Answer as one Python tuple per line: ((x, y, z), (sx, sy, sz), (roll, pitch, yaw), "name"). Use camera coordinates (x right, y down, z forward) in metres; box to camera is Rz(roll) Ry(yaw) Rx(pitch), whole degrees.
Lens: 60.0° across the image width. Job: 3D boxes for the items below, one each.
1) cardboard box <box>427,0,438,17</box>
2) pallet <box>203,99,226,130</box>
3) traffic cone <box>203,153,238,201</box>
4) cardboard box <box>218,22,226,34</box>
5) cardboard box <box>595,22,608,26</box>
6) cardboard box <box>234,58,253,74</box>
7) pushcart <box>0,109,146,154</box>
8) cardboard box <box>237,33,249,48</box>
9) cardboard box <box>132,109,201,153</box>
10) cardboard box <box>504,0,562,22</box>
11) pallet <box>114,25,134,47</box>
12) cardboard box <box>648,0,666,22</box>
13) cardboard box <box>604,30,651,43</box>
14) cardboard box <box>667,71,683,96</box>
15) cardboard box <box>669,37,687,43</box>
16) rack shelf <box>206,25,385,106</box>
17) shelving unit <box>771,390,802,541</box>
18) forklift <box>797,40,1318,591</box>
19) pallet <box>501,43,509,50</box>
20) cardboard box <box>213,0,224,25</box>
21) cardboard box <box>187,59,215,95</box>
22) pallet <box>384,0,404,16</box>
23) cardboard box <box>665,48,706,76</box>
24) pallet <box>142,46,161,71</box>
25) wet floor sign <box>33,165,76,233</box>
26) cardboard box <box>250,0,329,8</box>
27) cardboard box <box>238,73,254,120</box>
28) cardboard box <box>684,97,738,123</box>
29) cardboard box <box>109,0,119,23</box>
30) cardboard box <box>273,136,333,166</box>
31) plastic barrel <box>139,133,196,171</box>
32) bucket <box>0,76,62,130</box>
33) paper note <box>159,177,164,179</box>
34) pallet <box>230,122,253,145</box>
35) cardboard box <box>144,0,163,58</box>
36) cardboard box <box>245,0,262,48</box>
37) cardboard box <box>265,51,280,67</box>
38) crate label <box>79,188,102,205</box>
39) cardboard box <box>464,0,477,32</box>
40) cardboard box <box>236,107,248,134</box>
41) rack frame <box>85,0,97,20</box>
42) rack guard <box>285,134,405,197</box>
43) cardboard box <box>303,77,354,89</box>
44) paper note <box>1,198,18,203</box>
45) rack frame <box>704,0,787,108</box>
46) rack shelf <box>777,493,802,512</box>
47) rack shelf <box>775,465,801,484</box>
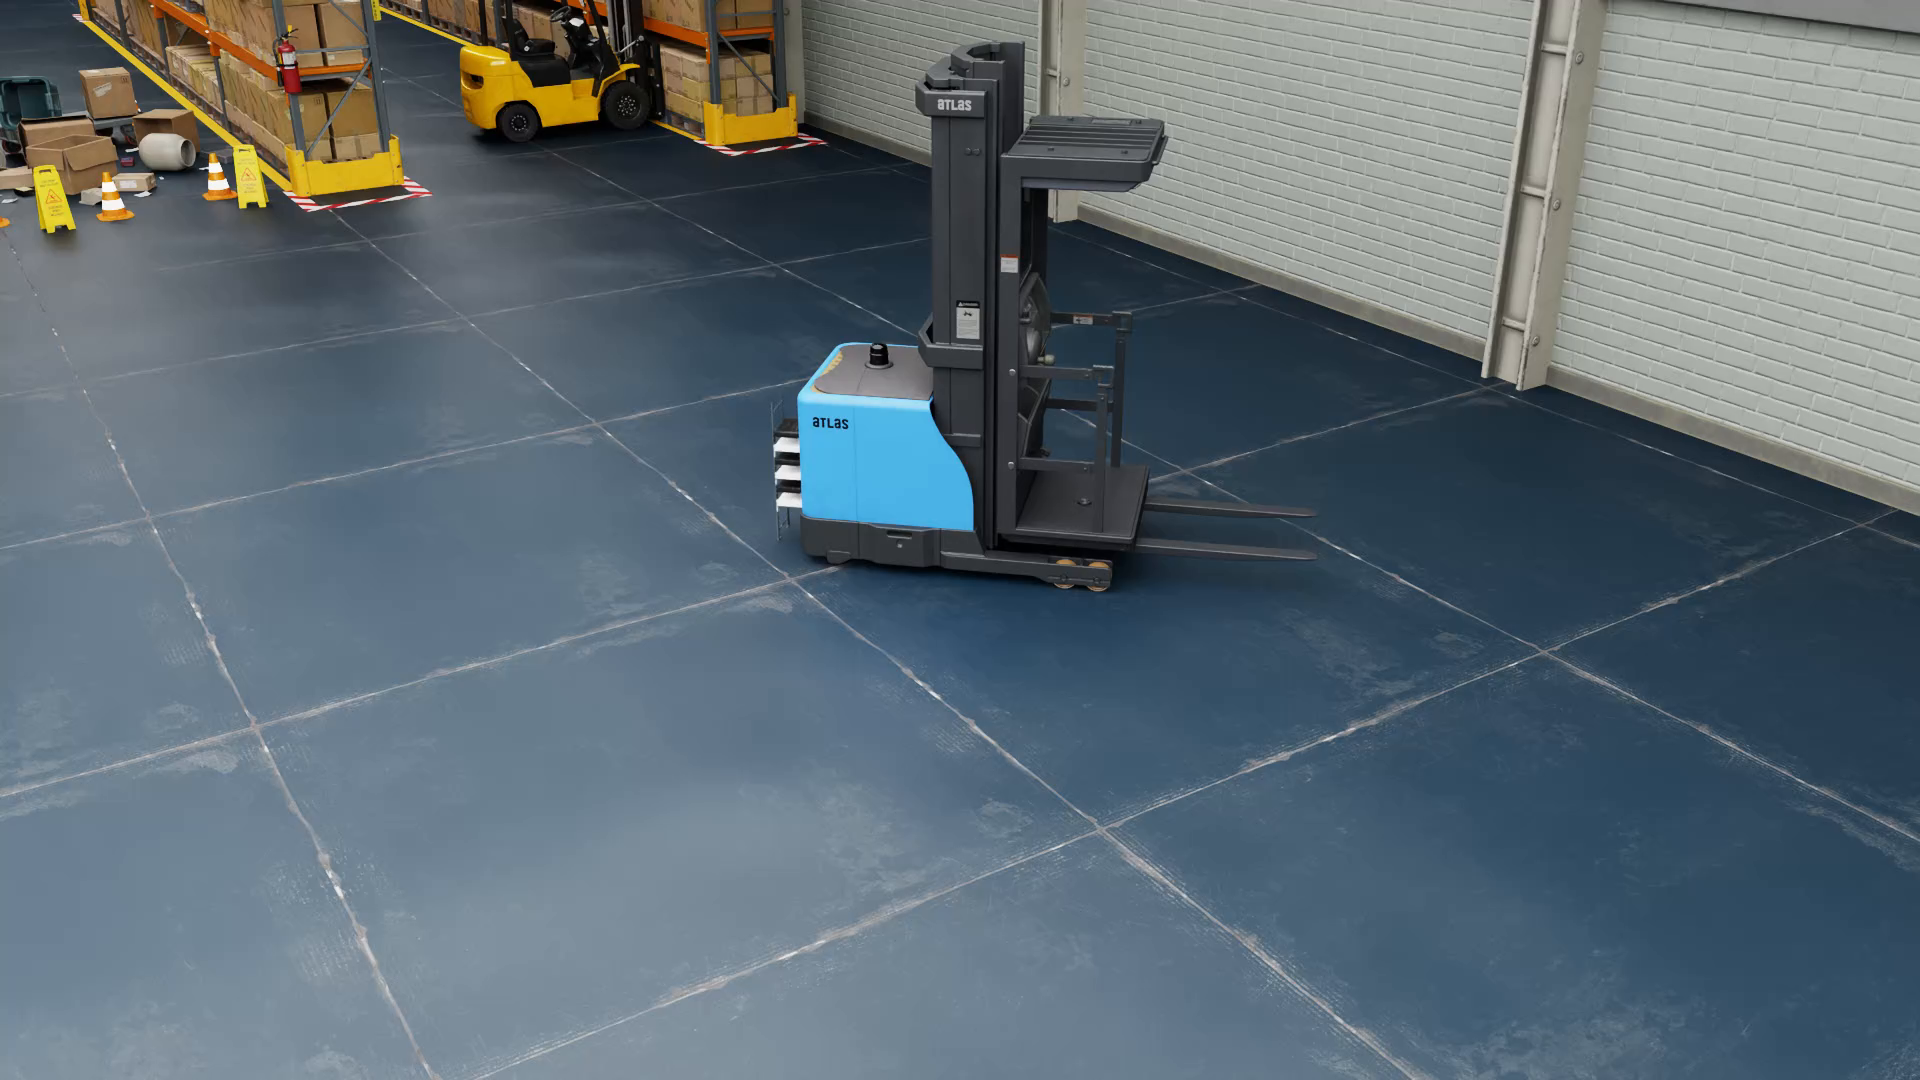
((-9.110, -9.558, 29.419), (0.500, 0.500, 0.500), (-14, 29, -27), "cardboard box")
((-9.401, -5.721, 22.122), (1.003, 0.211, 1.213), (-16, 29, -30), "pallet")
((-8.107, -3.979, 18.137), (0.336, 0.463, 0.334), (-16, 29, -30), "traffic cone")
((-8.891, -6.325, 20.428), (0.380, 0.149, 0.250), (-15, 29, -28), "cardboard box")
((-5.113, -7.162, 24.198), (0.875, 0.625, 0.625), (-14, 29, -27), "cardboard box")
((-8.430, -5.671, 19.841), (0.380, 0.149, 0.250), (-14, 29, -27), "cardboard box")
((-10.858, -4.969, 20.334), (0.936, 0.377, 1.648), (18, 31, 33), "pushcart")
((-8.221, -5.860, 19.443), (0.380, 0.149, 0.250), (-16, 29, -30), "cardboard box")
((-9.530, -4.874, 19.987), (0.500, 0.500, 0.500), (3, 25, 6), "cardboard box")
((-6.673, -8.183, 26.359), (0.875, 0.625, 0.625), (-15, 29, -28), "cardboard box")
((-13.692, -8.595, 28.209), (1.003, 0.211, 1.213), (-16, 29, -30), "pallet")
((-3.679, -6.962, 21.368), (0.500, 0.500, 0.500), (-16, 30, -31), "cardboard box")
((-4.547, -6.829, 22.761), (0.500, 0.250, 0.500), (-15, 29, -29), "cardboard box")
((-3.427, -5.887, 21.350), (0.500, 0.250, 0.500), (-16, 30, -30), "cardboard box")
((-3.552, -6.590, 22.254), (0.500, 0.250, 0.500), (-16, 30, -31), "cardboard box")
((-7.883, -5.663, 19.576), (1.077, 0.370, 4.000), (-16, 29, -30), "rack shelf")
((-0.996, -0.445, 10.139), (0.210, 0.900, 0.258), (5, 26, 10), "shelving unit")
((0.617, -1.275, 9.518), (3.031, 2.935, 1.130), (5, 26, 10), "forklift")
((-6.585, -7.728, 26.374), (1.003, 0.211, 1.213), (-16, 29, -30), "pallet")
((-8.675, -6.487, 20.013), (0.500, 0.500, 0.500), (-16, 29, -30), "cardboard box")
((-10.040, -6.397, 22.874), (0.950, 0.372, 0.625), (-14, 29, -28), "cardboard box")
((-10.230, -10.145, 31.494), (1.003, 0.211, 1.213), (-16, 29, -30), "pallet")
((-3.431, -6.103, 21.223), (0.500, 0.250, 0.500), (-15, 29, -29), "cardboard box")
((-12.188, -7.609, 26.122), (1.003, 0.211, 1.213), (-16, 29, -30), "pallet")
((-9.209, -3.470, 16.845), (0.267, 0.644, 0.232), (-22, 33, -38), "wet floor sign")
((-7.253, -6.037, 17.888), (0.700, 0.500, 0.500), (-16, 30, -31), "cardboard box")
((-8.296, -5.341, 19.901), (0.500, 0.500, 0.500), (-14, 29, -27), "cardboard box")
((-3.156, -5.472, 21.057), (0.500, 0.250, 0.500), (-15, 29, -29), "cardboard box")
((-14.084, -9.166, 28.663), (0.875, 0.438, 0.875), (-17, 30, -31), "cardboard box")
((-7.471, -4.455, 18.902), (0.500, 0.250, 0.500), (-16, 29, -30), "cardboard box")
((-9.188, -4.494, 19.274), (0.512, 0.421, 0.421), (3, 25, 6), "plastic barrel")
((-11.061, -5.210, 19.827), (0.726, 0.611, 0.620), (-6, 16, -12), "bucket")
((-9.127, -4.138, 19.004), (0.032, 0.001, 0.123), (-16, 29, -30), "paper note")
((-8.579, -5.211, 21.041), (1.003, 0.211, 1.213), (-16, 29, -30), "pallet")
((-11.950, -7.950, 25.574), (0.875, 0.875, 0.875), (-15, 29, -29), "cardboard box")
((-7.588, -5.763, 18.479), (0.500, 0.500, 0.500), (-15, 29, -29), "cardboard box")
((-7.406, -5.308, 18.275), (0.380, 0.149, 0.250), (-16, 30, -30), "cardboard box")
((-9.333, -3.718, 17.966), (0.298, 0.136, 0.250), (12, 28, 24), "crate label")
((-7.965, -8.822, 27.859), (0.500, 0.500, 0.500), (-14, 29, -27), "cardboard box")
((-8.579, -5.188, 20.456), (0.500, 0.250, 0.500), (-14, 29, -27), "cardboard box")
((-15.526, -10.996, 30.030), (1.000, 3.000, 0.127), (-16, 29, -30), "rack frame")
((-6.833, -4.170, 18.498), (1.175, 0.500, 0.348), (-16, 29, -30), "rack guard")
((-7.303, -5.106, 19.404), (0.500, 0.500, 0.500), (-17, 30, -31), "cardboard box")
((-10.295, -3.682, 18.016), (0.144, 0.017, 0.142), (-6, 26, -12), "paper note")
((-2.635, -6.431, 20.360), (1.000, 3.000, 0.127), (-16, 29, -30), "rack frame")
((-0.996, -0.252, 10.230), (0.200, 0.077, 0.258), (5, 26, 10), "rack shelf")
((-0.996, -0.415, 10.153), (0.200, 0.077, 0.258), (5, 26, 10), "rack shelf")
